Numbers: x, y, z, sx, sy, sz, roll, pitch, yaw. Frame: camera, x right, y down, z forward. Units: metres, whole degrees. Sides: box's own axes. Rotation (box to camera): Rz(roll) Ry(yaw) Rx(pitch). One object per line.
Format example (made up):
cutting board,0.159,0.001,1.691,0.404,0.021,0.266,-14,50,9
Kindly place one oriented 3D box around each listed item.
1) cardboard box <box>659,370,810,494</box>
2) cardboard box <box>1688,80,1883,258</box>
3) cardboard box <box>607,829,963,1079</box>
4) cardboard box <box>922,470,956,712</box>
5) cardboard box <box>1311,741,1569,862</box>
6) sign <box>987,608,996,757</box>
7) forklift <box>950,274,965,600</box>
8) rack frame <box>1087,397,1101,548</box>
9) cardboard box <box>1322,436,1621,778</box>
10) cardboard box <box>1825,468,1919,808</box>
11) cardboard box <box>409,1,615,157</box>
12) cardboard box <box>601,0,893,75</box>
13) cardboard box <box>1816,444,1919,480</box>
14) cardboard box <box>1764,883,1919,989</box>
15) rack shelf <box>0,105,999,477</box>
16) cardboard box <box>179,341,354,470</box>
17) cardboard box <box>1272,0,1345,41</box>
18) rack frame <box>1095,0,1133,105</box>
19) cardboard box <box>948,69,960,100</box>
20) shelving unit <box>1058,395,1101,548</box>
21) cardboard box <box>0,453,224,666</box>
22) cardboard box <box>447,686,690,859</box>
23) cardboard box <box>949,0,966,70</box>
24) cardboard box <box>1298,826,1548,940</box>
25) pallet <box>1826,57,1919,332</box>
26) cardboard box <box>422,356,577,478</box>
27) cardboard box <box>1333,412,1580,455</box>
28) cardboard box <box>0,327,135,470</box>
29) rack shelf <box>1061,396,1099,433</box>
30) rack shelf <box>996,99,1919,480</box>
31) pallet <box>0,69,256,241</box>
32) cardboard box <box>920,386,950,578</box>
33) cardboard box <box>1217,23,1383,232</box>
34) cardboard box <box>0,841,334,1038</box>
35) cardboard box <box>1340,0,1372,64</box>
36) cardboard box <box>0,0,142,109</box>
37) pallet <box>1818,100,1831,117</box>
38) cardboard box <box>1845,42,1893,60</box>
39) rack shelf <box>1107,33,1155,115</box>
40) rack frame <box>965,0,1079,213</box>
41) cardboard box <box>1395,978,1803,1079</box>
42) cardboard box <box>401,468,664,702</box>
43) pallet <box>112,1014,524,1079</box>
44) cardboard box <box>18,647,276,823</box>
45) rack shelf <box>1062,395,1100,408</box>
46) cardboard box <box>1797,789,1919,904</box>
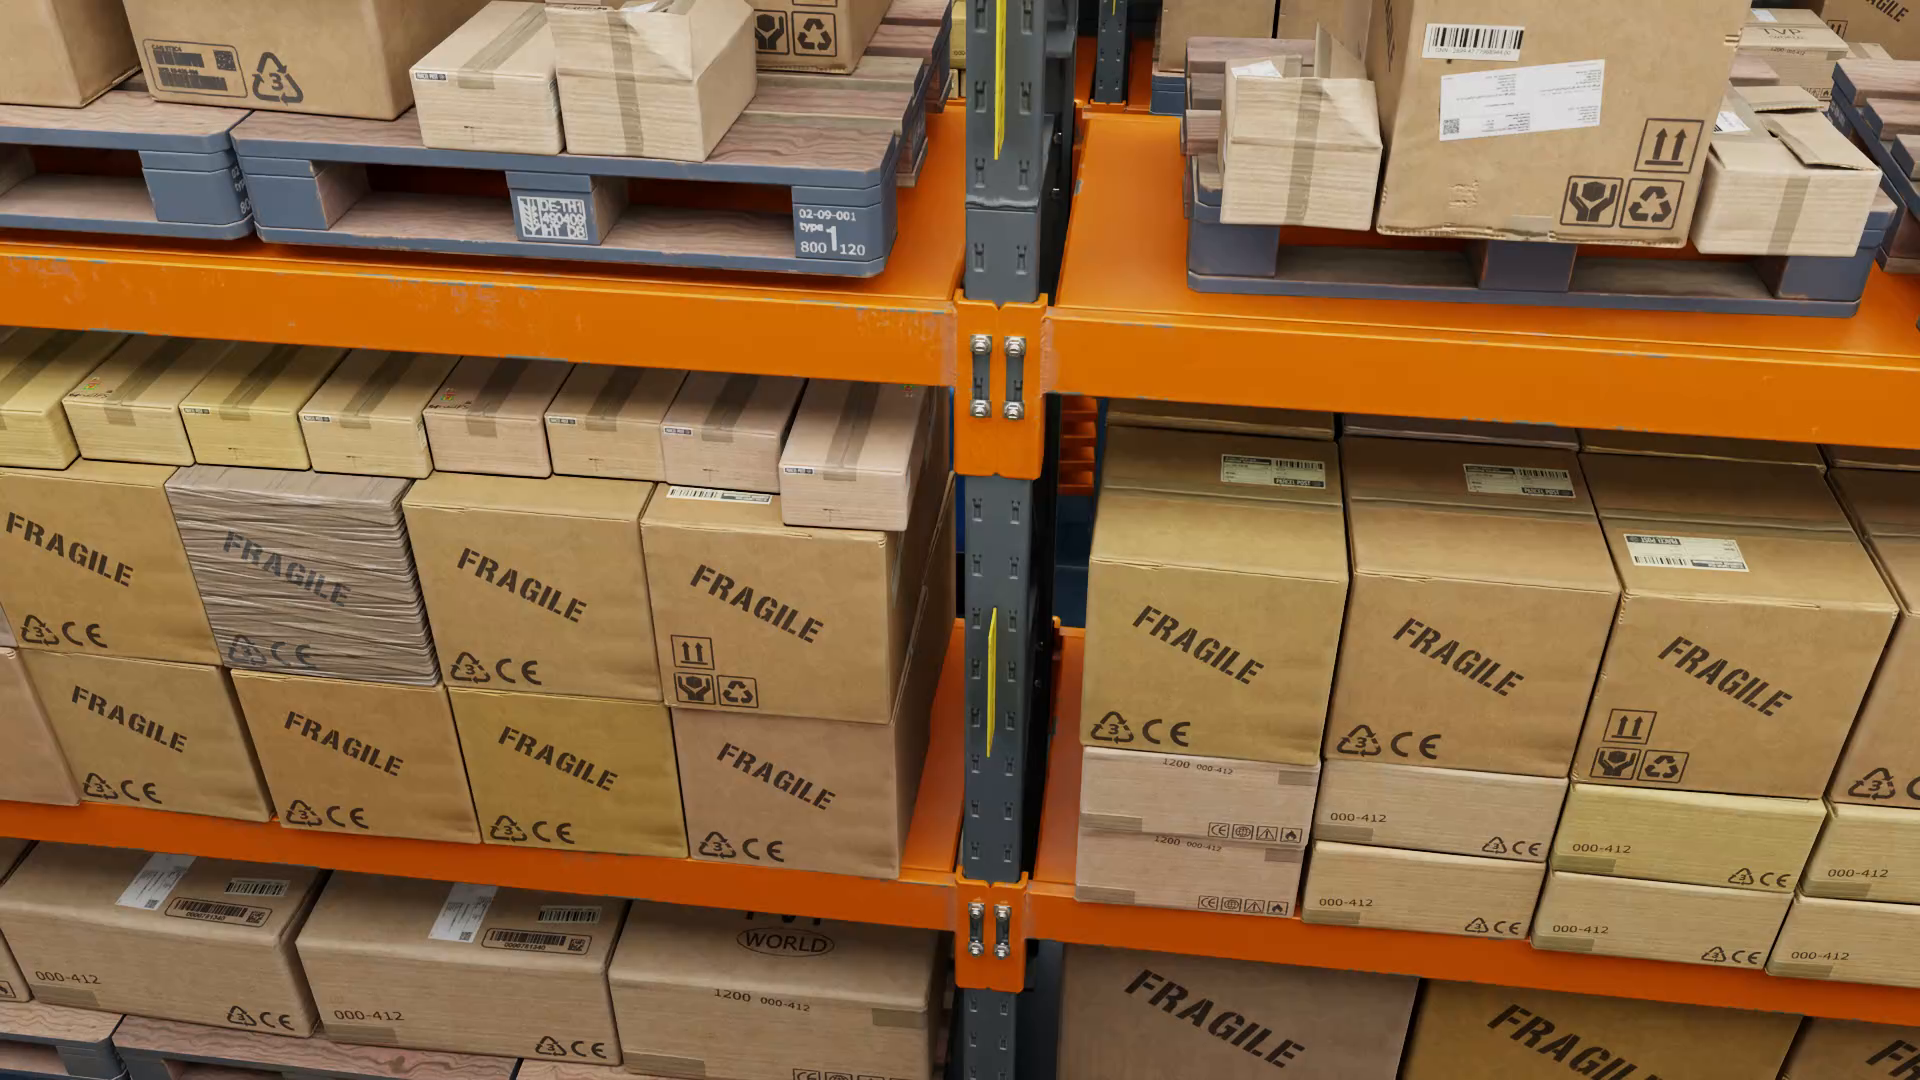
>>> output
cardboard box,-0.459,-0.271,3.543,0.250,0.149,0.380,5,36,7
cardboard box,1.345,-0.640,2.822,0.250,0.166,0.380,2,36,3
cardboard box,-0.474,1.125,4.935,0.875,0.438,0.875,4,36,5
cardboard box,-0.297,0.135,4.392,0.500,0.500,0.500,5,36,7
cardboard box,1.056,0.437,3.755,0.500,0.250,0.500,5,36,7
sign,0.066,0.297,3.438,0.005,0.325,0.100,4,36,6
forklift,-1.141,-1.199,6.407,3.031,2.935,1.130,0,36,0
rack frame,0.565,-0.489,6.902,0.006,1.200,0.240,0,36,0
cardboard box,1.043,0.134,3.533,0.500,0.500,0.500,4,36,6
cardboard box,2.053,0.207,3.431,0.500,0.500,0.500,4,36,5
cardboard box,-0.802,-0.851,3.047,0.250,0.149,0.380,5,36,7
cardboard box,-0.422,-1.276,3.340,0.500,0.500,0.500,5,36,7
cardboard box,2.140,-0.085,3.840,0.500,0.500,0.500,5,36,7
cardboard box,2.052,0.734,3.768,0.500,0.250,0.500,4,36,5
rack shelf,-1.849,-0.714,3.706,4.000,0.370,1.077,4,36,6
cardboard box,-1.471,-0.320,3.612,0.250,0.149,0.380,4,36,5
cardboard box,1.728,-2.507,7.733,0.500,0.500,0.700,5,36,6
rack frame,0.763,-2.499,8.169,0.127,3.000,1.000,4,36,6
cardboard box,-0.107,-2.286,8.088,0.250,0.149,0.380,5,36,7
shelving unit,0.473,-0.489,6.903,0.189,1.200,0.258,0,36,0
cardboard box,-1.873,-0.078,3.831,0.500,0.500,0.500,4,36,6
cardboard box,-0.869,0.399,4.023,0.500,0.500,0.500,3,36,5
cardboard box,0.227,-2.456,7.982,0.500,0.250,0.500,5,36,7
cardboard box,1.051,0.645,3.893,0.500,0.250,0.500,3,36,5
pallet,2.347,-0.584,3.067,1.213,0.211,1.003,6,36,8
cardboard box,-0.958,-0.304,3.589,0.250,0.149,0.380,4,36,6
cardboard box,1.124,-0.164,3.950,0.500,0.500,0.500,5,36,7
cardboard box,-1.983,-0.321,3.613,0.250,0.149,0.380,3,36,5
rack shelf,0.473,-0.551,6.859,0.180,0.103,0.258,0,36,0
rack shelf,2.118,-0.418,3.291,4.000,0.370,1.077,4,36,6
pallet,-1.882,-0.981,3.537,1.213,0.211,1.003,4,36,6
cardboard box,-0.307,-0.261,4.086,0.500,0.500,0.500,4,36,6
cardboard box,0.586,-0.737,2.872,0.258,0.266,0.396,4,36,6
cardboard box,-2.257,0.992,5.122,0.875,0.438,0.875,5,36,7
cardboard box,1.036,-1.050,3.272,0.500,0.311,0.500,4,36,6
cardboard box,-1.852,-1.172,3.194,0.500,0.500,0.500,5,36,7
pallet,4.049,-2.134,7.823,1.003,0.211,1.213,4,36,6
cardboard box,4.030,-2.099,7.463,0.250,0.149,0.380,5,36,7
rack shelf,2.747,-2.058,8.170,4.000,0.370,1.077,4,36,6
rack frame,0.135,-2.080,2.418,0.127,3.000,1.000,4,36,6
cardboard box,1.657,1.118,4.569,0.875,0.875,0.875,5,36,7
cardboard box,-0.871,-0.004,3.727,0.500,0.500,0.500,4,36,5
pallet,-1.823,1.307,5.238,1.213,0.211,1.003,4,36,6
cardboard box,-1.887,0.323,4.129,0.500,0.500,0.500,5,36,8
rack shelf,0.473,-0.648,6.789,0.180,0.103,0.258,0,36,0
cardboard box,2.055,0.526,3.630,0.500,0.250,0.500,3,36,5
